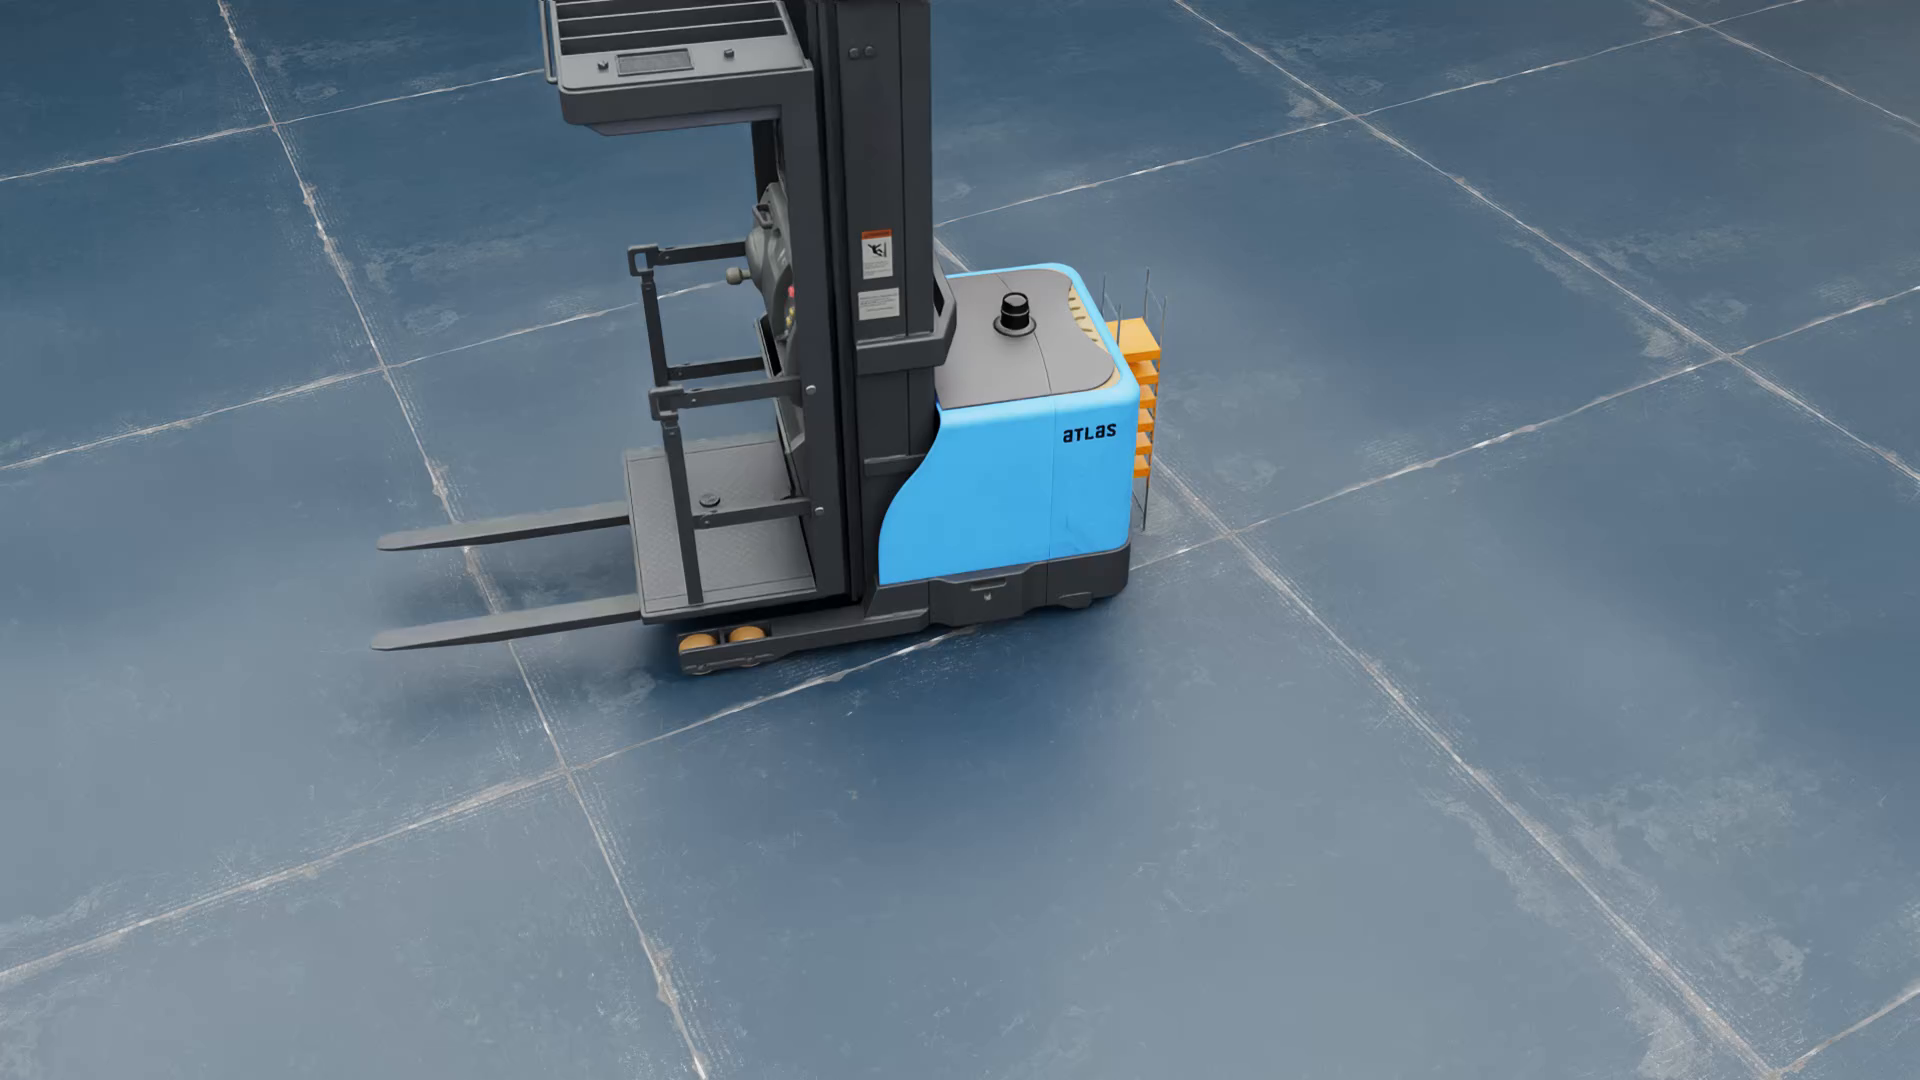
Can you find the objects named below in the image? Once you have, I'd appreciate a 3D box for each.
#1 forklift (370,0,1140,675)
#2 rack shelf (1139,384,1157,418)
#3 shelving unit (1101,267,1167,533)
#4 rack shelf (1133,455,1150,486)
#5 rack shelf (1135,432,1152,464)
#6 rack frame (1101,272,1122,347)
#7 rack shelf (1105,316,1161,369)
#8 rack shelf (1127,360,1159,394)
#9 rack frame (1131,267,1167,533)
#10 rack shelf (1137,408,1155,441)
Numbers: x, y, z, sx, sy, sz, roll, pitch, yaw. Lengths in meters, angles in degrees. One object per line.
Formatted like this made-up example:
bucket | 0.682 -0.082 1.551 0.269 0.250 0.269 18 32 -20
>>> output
forklift | -0.872 -0.959 6.115 3.031 2.935 1.130 -8 41 -10
rack shelf | 0.692 -0.610 6.925 0.180 0.103 0.258 -8 41 -10
shelving unit | 0.692 -0.553 6.974 0.189 1.200 0.258 -8 41 -10
rack shelf | 0.692 -0.336 7.158 0.180 0.103 0.258 -8 41 -10
rack shelf | 0.692 -0.427 7.080 0.180 0.103 0.258 -8 41 -10
rack frame | 0.603 -0.539 6.959 0.006 1.200 0.240 -8 41 -10
rack shelf | 0.692 -0.793 6.770 0.180 0.103 0.258 -8 41 -10
rack shelf | 0.692 -0.702 6.848 0.180 0.103 0.258 -8 41 -10
rack frame | 0.781 -0.566 6.990 0.006 1.200 0.240 -8 41 -10
rack shelf | 0.692 -0.519 7.003 0.180 0.103 0.258 -8 41 -10
